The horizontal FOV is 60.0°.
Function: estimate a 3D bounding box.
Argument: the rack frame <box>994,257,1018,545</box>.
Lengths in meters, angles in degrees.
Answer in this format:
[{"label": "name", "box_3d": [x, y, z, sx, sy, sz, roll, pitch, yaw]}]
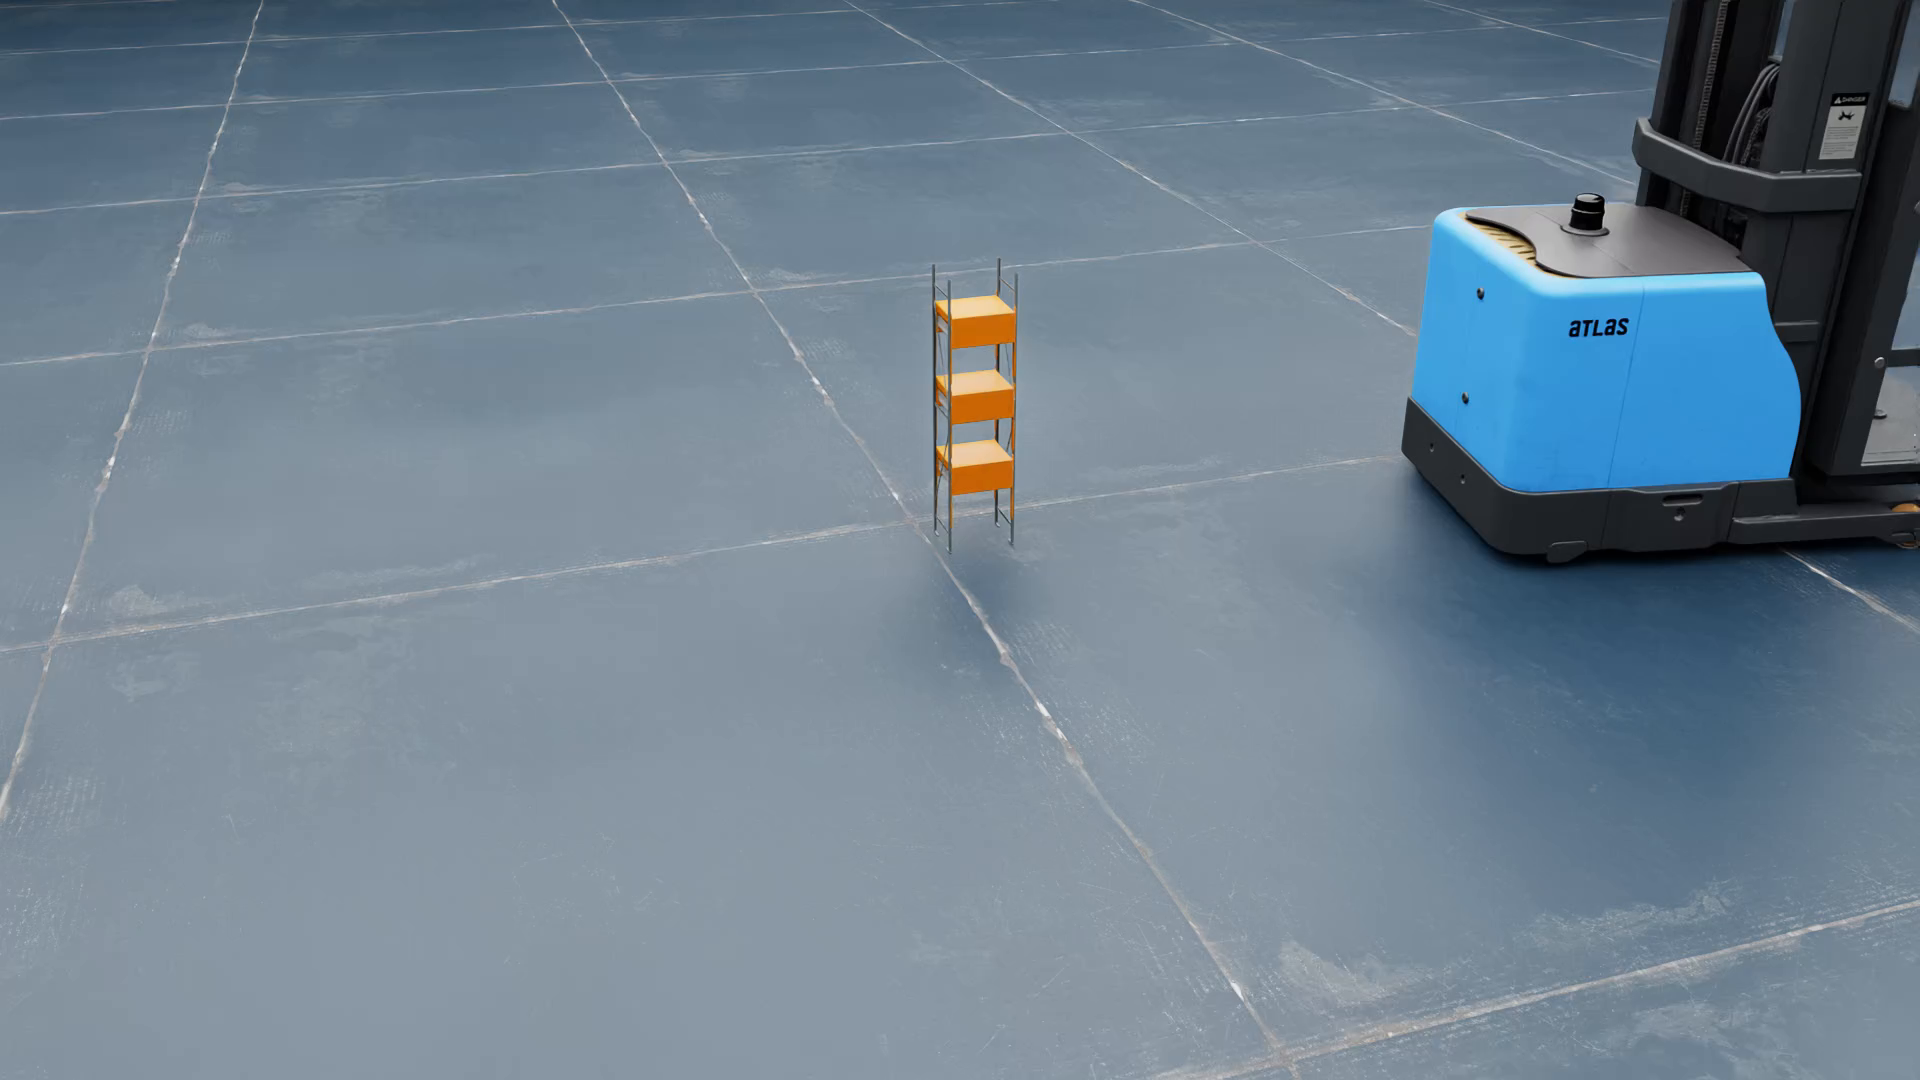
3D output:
[{"label": "rack frame", "box_3d": [0.167, -0.494, 6.065, 0.008, 1.050, 0.200, -8, 28, -16]}]

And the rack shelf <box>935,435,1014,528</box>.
[{"label": "rack shelf", "box_3d": [0.051, -0.219, 6.160, 0.240, 0.259, 0.215, -8, 28, -16]}]

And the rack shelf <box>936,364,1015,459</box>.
[{"label": "rack shelf", "box_3d": [0.051, -0.468, 6.036, 0.240, 0.259, 0.215, -8, 28, -16]}]

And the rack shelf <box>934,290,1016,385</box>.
[{"label": "rack shelf", "box_3d": [0.051, -0.722, 5.910, 0.240, 0.259, 0.215, -8, 28, -16]}]

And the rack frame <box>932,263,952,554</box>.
[{"label": "rack frame", "box_3d": [-0.065, -0.461, 5.998, 0.008, 1.050, 0.200, -8, 28, -16]}]

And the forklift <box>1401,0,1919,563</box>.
[{"label": "forklift", "box_3d": [3.368, -1.510, 5.995, 3.031, 2.935, 1.130, -3, 27, -7]}]

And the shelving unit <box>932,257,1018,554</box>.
[{"label": "shelving unit", "box_3d": [0.051, -0.478, 6.031, 0.252, 1.050, 0.215, -8, 28, -16]}]
